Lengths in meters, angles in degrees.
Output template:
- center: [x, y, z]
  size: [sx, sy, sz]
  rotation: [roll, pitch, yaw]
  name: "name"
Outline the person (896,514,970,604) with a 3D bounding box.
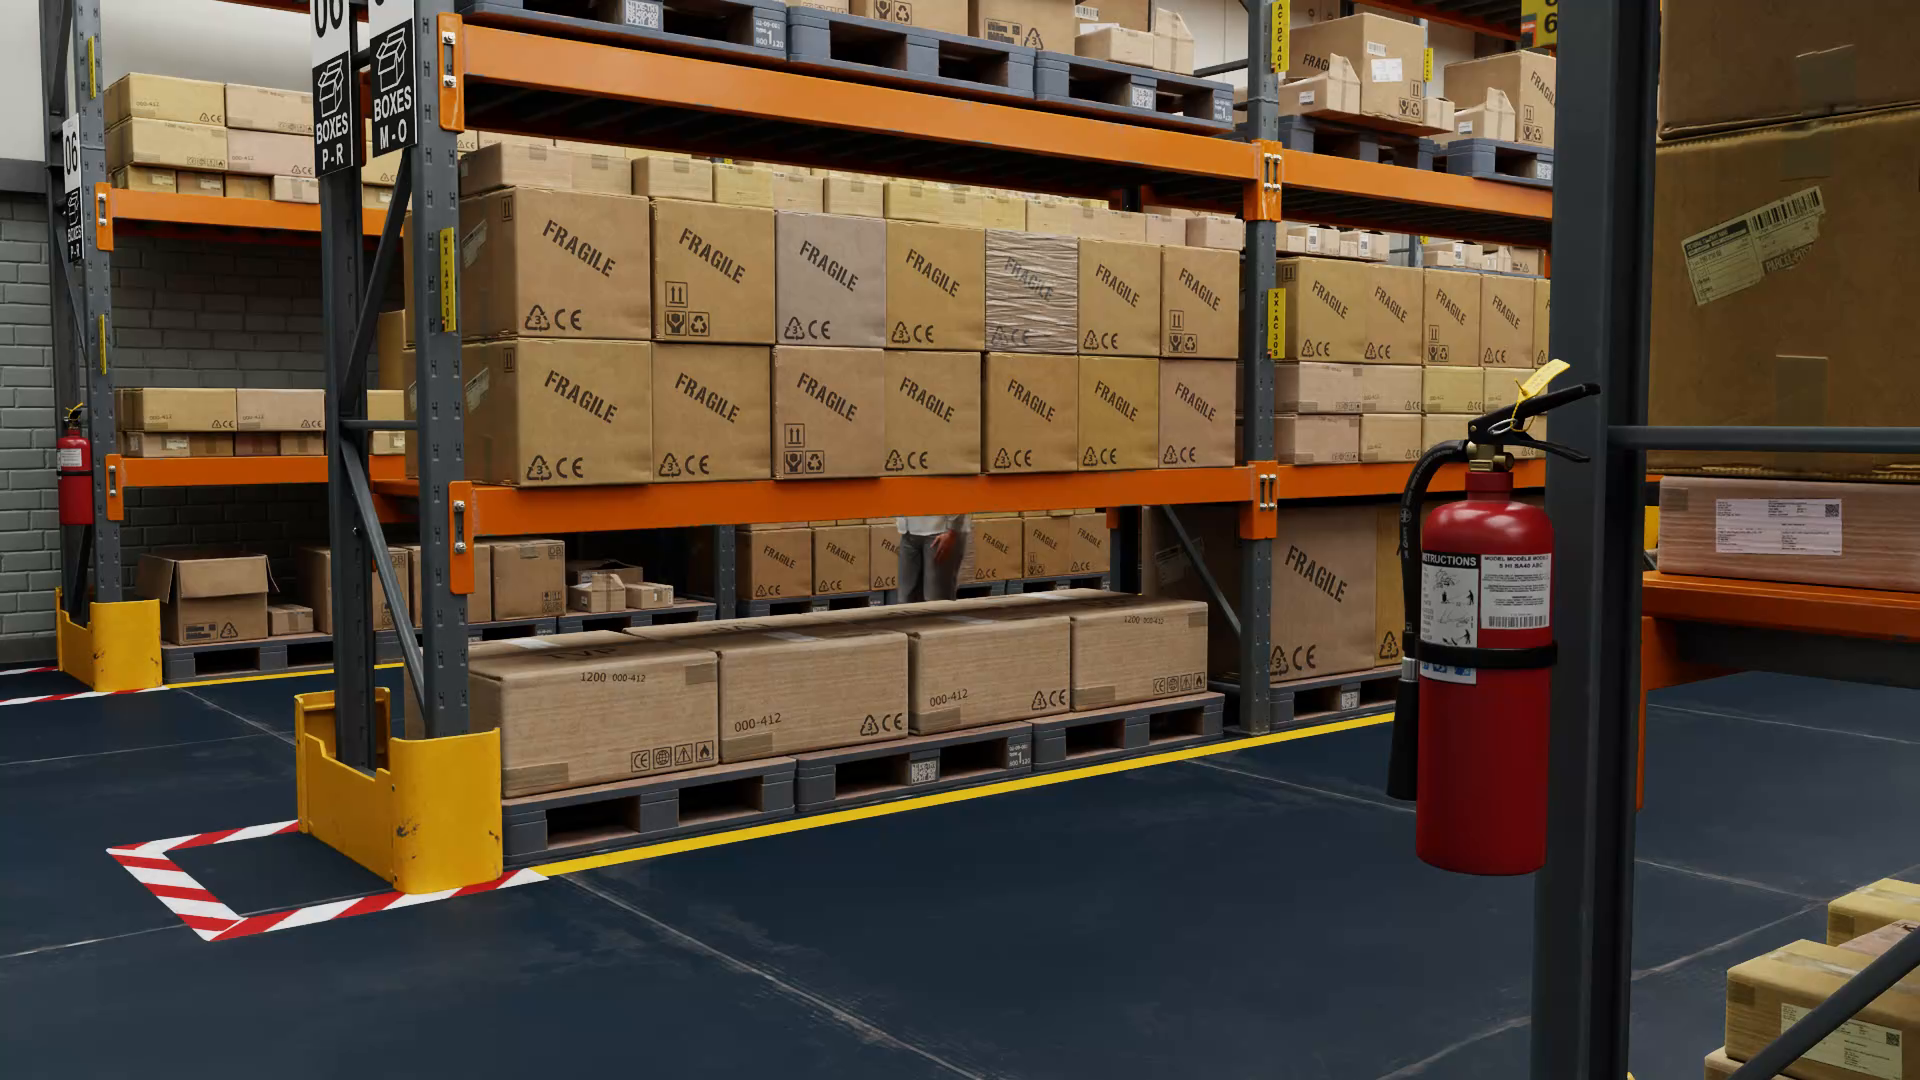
- center: [-0.152, -0.023, 9.247]
  size: [0.379, 1.759, 0.538]
  rotation: [-3, 5, -38]
  name: "person"
